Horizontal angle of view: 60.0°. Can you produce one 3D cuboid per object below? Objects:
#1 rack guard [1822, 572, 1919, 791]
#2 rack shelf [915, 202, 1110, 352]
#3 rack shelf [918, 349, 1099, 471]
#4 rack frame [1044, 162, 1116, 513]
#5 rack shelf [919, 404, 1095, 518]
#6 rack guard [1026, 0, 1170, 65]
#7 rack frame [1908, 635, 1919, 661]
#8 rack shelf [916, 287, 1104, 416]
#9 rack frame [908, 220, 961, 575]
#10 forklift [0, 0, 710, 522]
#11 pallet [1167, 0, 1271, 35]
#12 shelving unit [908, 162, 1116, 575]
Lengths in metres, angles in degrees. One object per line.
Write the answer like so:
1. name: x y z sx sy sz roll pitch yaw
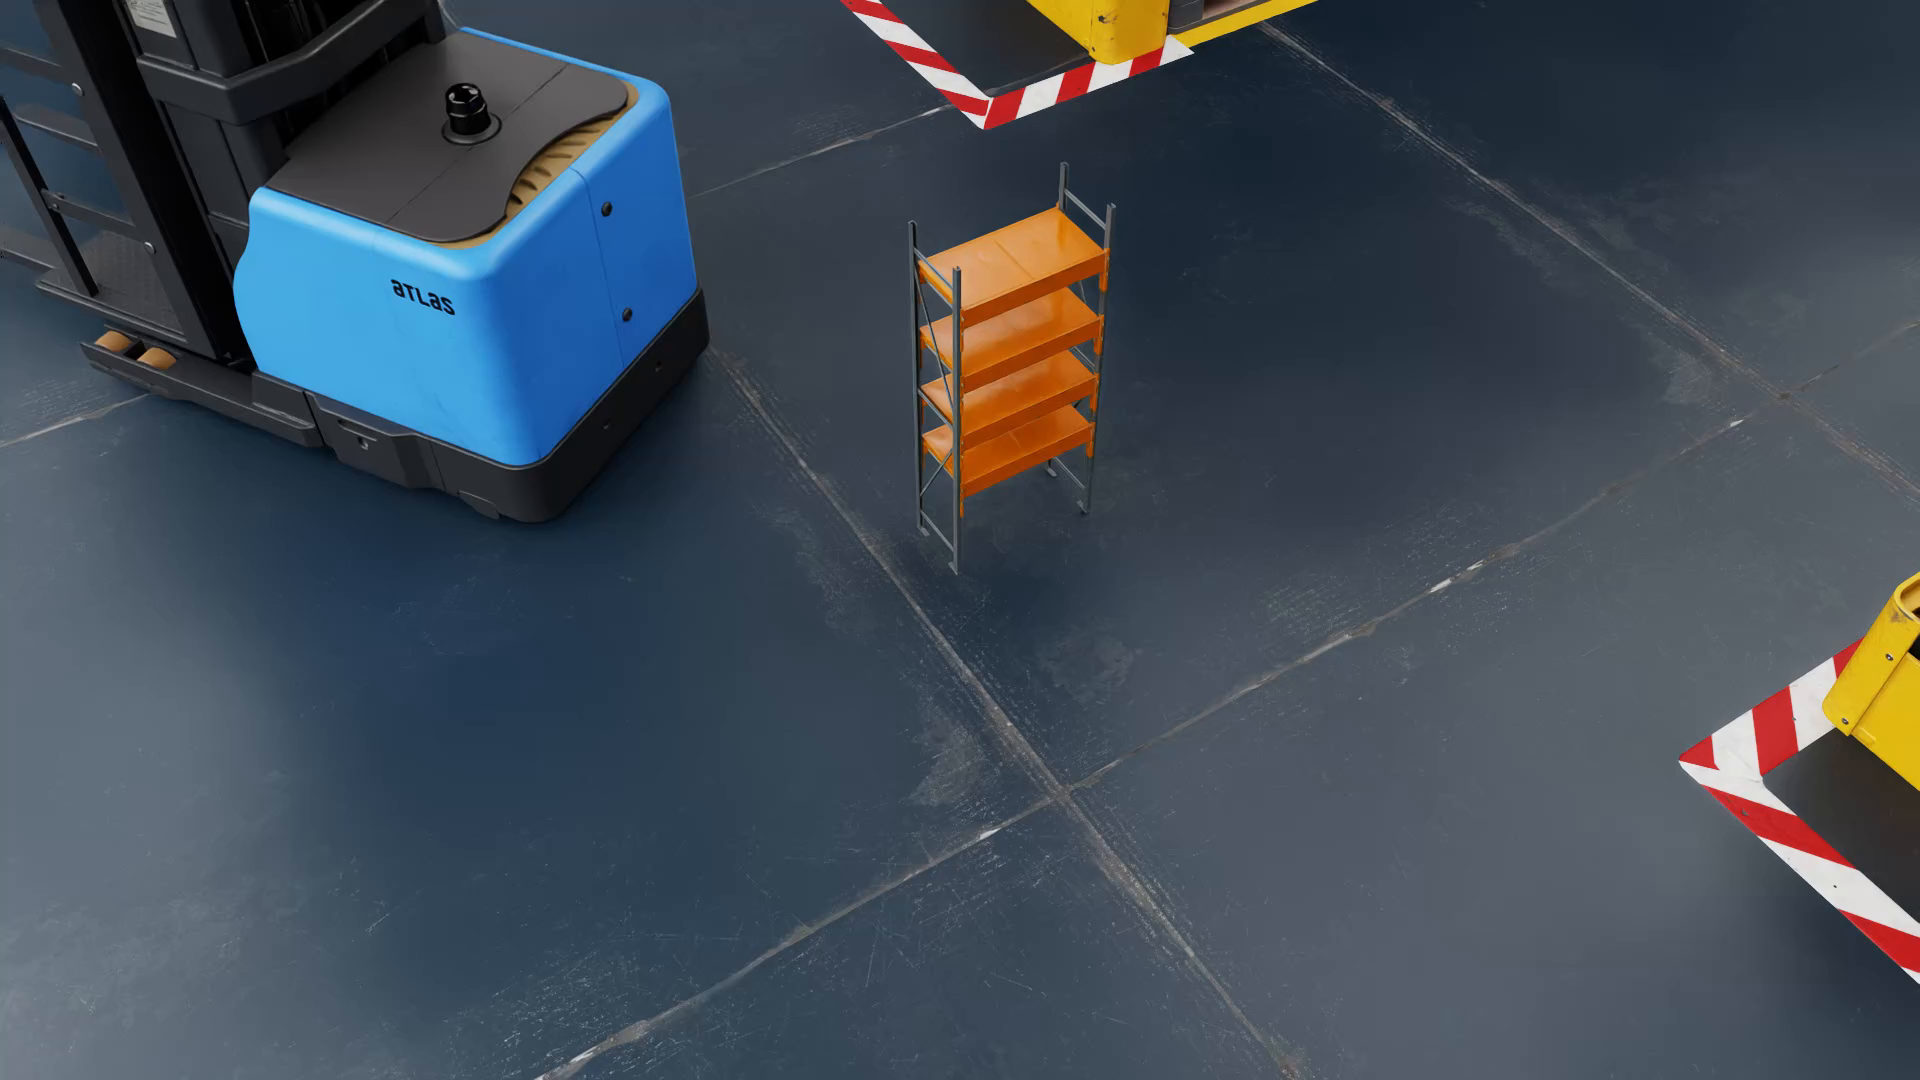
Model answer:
1. rack guard: 2.928 0.616 4.367 0.348 0.500 1.175 -25 53 -21
2. rack shelf: 0.140 -0.726 4.567 0.480 0.148 0.258 -25 53 -21
3. rack shelf: 0.140 -0.420 4.911 0.480 0.148 0.258 -25 53 -21
4. rack frame: 0.346 -0.562 4.947 0.015 1.200 0.240 -25 53 -21
5. rack shelf: 0.140 -0.288 5.059 0.480 0.148 0.258 -25 53 -21
6. rack guard: 0.452 -2.597 7.228 0.348 0.500 1.175 -25 53 -21
7. rack frame: 2.948 -0.225 3.442 0.127 3.000 1.000 -25 53 -21
8. rack shelf: 0.140 -0.569 4.744 0.480 0.148 0.258 -25 53 -21
9. rack frame: -0.066 -0.368 4.774 0.015 1.200 0.240 -25 53 -21
10. forklift: -2.424 -1.800 4.890 3.031 2.935 1.130 20 51 17
11. pallet: 1.158 -2.802 7.604 1.213 0.211 1.003 -25 53 -21
12. shelving unit: 0.140 -0.465 4.861 0.503 1.200 0.258 -25 53 -21
